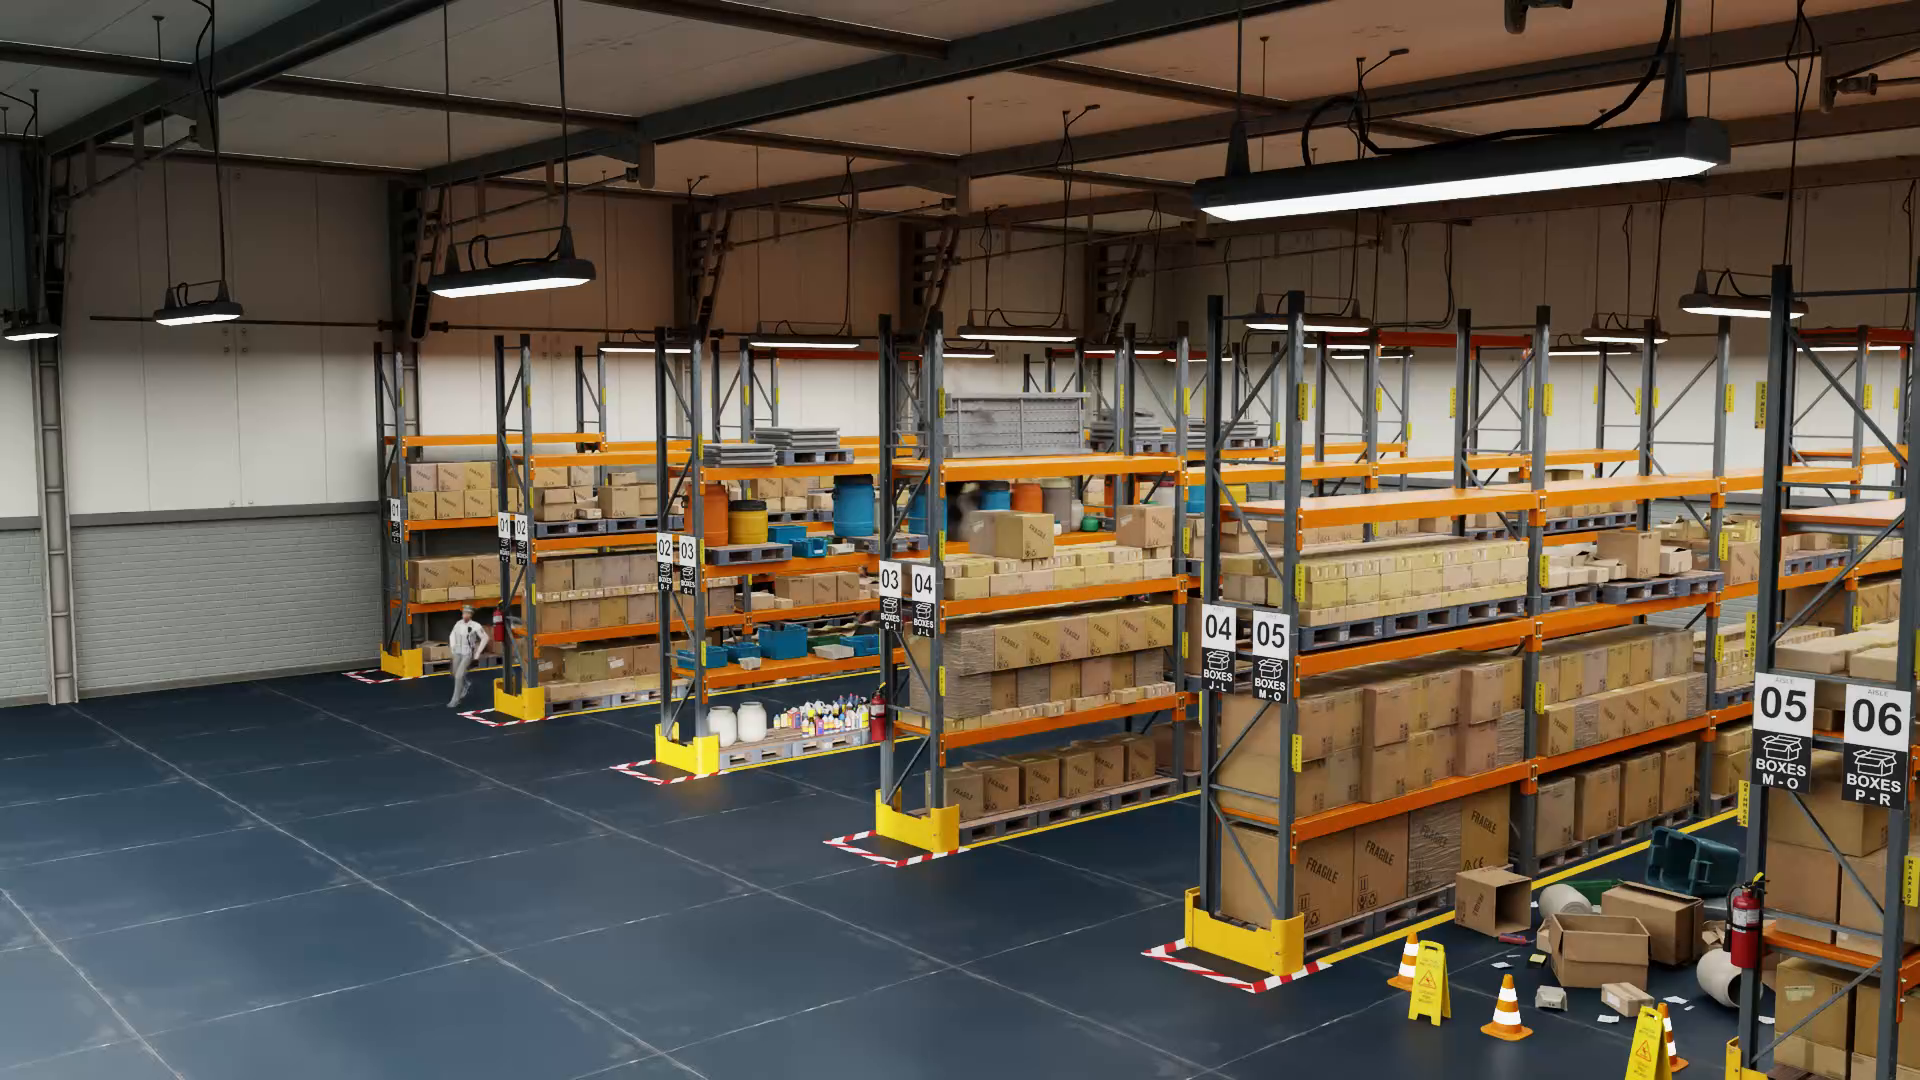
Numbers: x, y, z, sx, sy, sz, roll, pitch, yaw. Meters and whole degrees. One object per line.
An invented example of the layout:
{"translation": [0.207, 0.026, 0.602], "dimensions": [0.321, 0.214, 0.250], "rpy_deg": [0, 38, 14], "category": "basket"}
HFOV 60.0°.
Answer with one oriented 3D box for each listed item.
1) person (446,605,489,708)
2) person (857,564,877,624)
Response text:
{"translation": [-8.039, 1.867, 27.198], "dimensions": [0.680, 1.667, 0.761], "rpy_deg": [1, 5, 15], "category": "person"}
{"translation": [-1.867, 1.318, 33.033], "dimensions": [0.887, 1.696, 0.529], "rpy_deg": [-4, 7, -40], "category": "person"}
